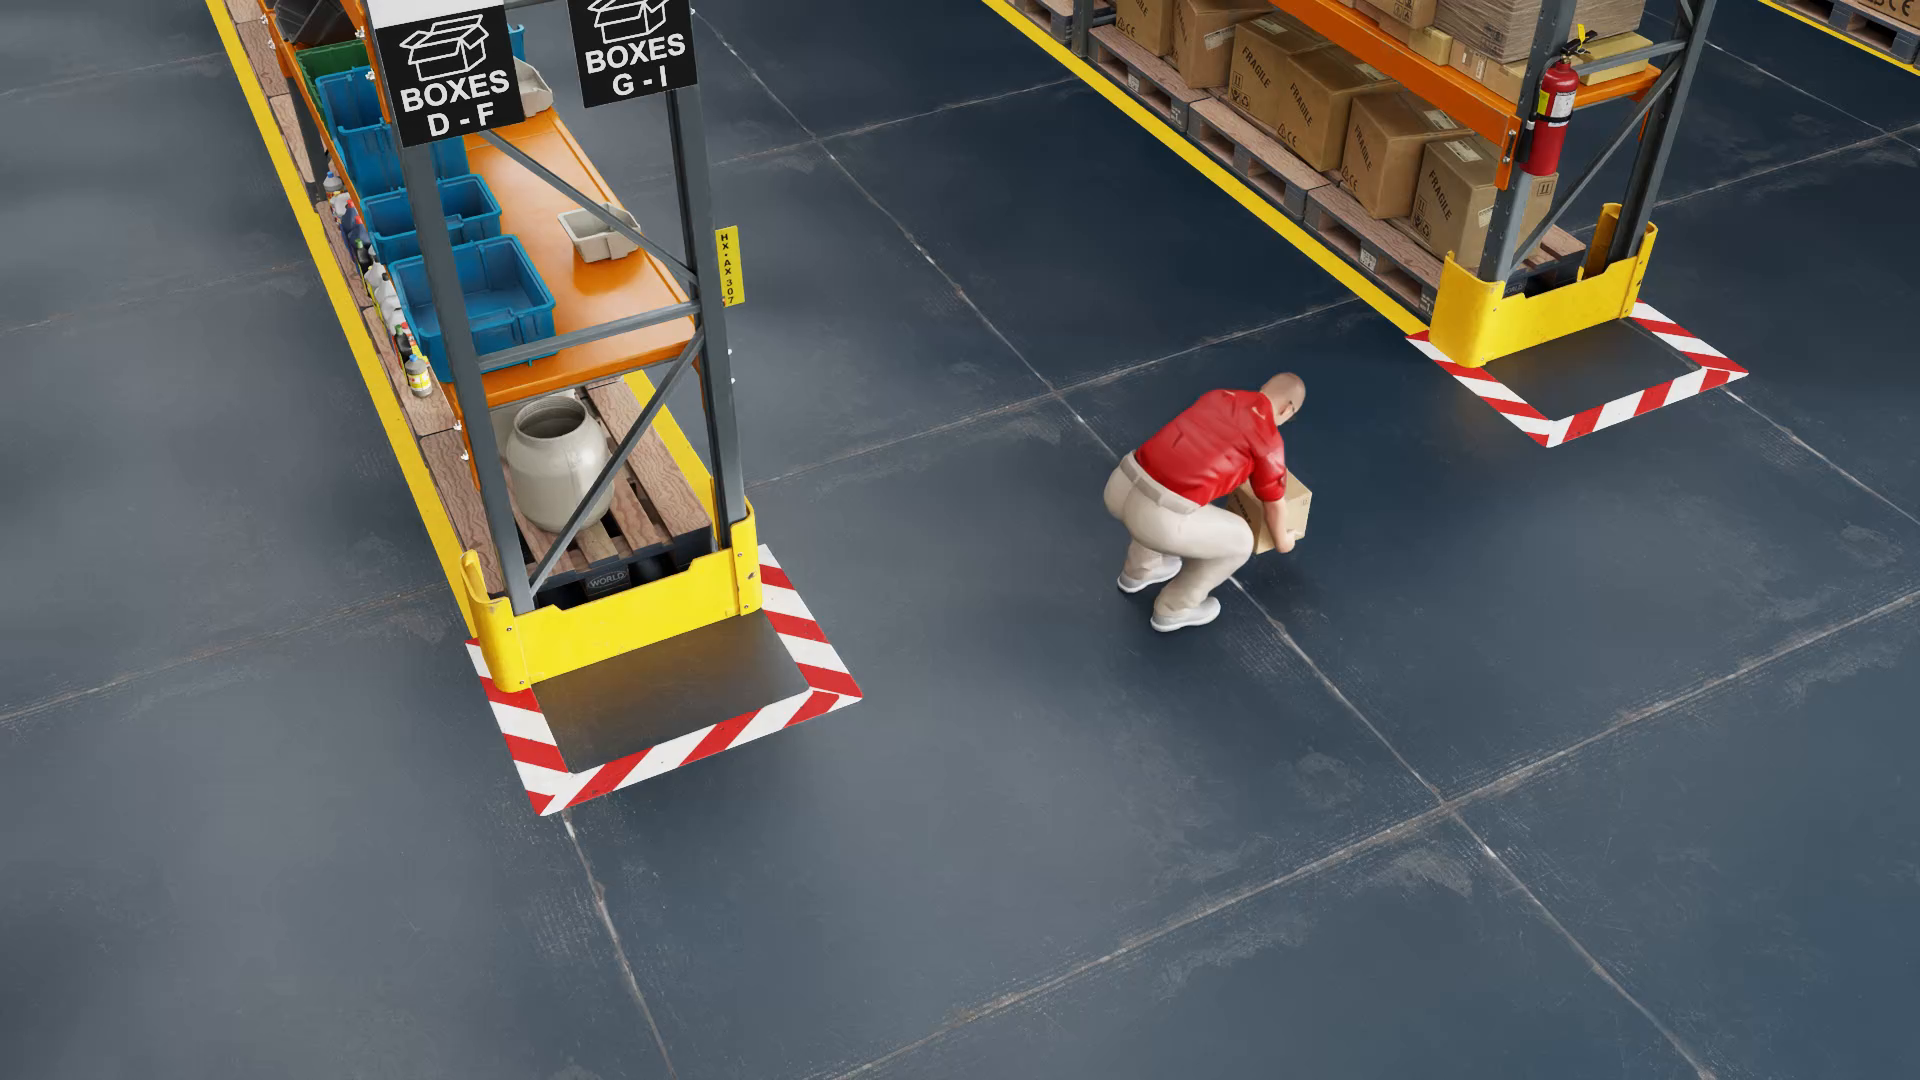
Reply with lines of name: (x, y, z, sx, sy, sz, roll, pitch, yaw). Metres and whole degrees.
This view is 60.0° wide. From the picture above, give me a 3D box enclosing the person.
person: (1.025, -0.164, 6.935, 0.918, 0.980, 0.542, -20, 45, -22)
